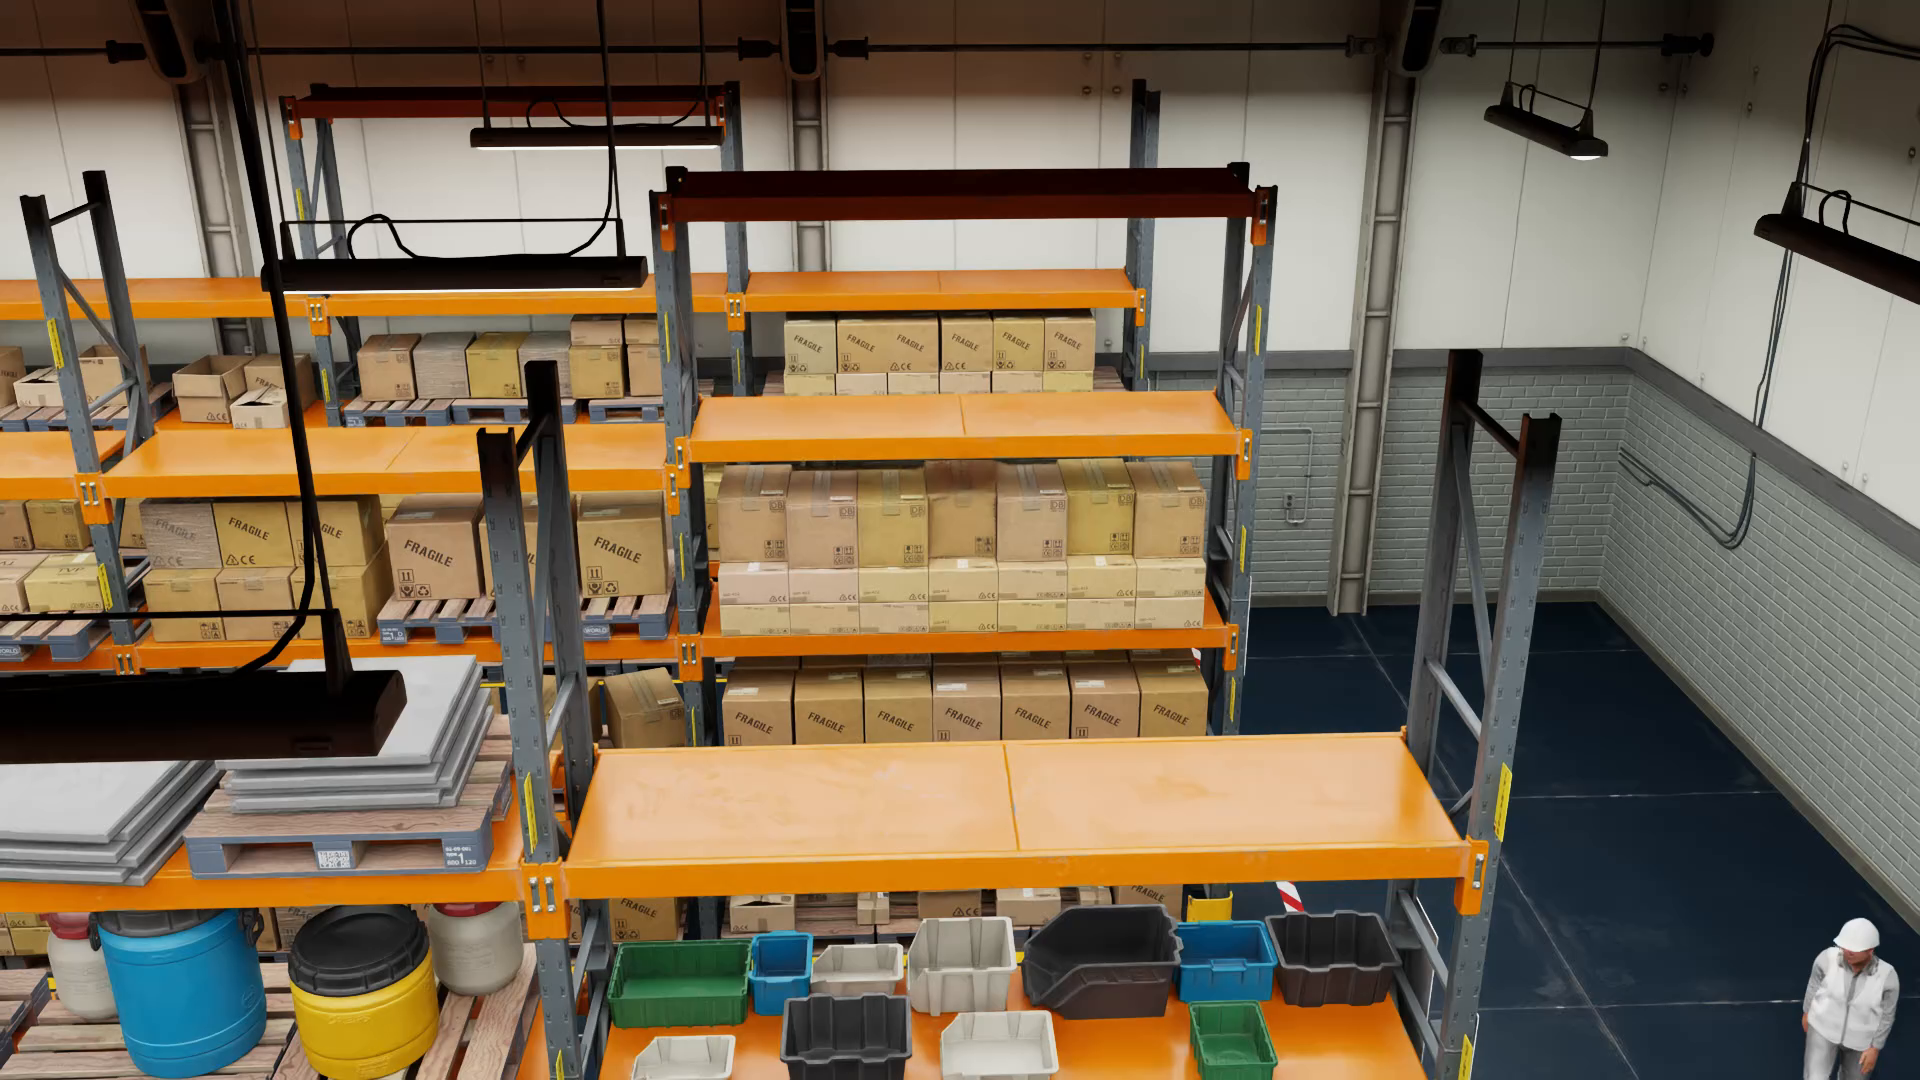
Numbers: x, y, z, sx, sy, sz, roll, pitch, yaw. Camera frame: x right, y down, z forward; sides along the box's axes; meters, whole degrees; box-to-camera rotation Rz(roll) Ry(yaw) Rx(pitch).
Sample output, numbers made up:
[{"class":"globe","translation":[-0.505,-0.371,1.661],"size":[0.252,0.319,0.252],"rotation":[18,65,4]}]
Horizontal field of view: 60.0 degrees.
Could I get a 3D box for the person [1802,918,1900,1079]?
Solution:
[{"class":"person","translation":[5.837,3.239,10.977],"size":[0.525,1.661,1.056],"rotation":[13,25,28]}]
